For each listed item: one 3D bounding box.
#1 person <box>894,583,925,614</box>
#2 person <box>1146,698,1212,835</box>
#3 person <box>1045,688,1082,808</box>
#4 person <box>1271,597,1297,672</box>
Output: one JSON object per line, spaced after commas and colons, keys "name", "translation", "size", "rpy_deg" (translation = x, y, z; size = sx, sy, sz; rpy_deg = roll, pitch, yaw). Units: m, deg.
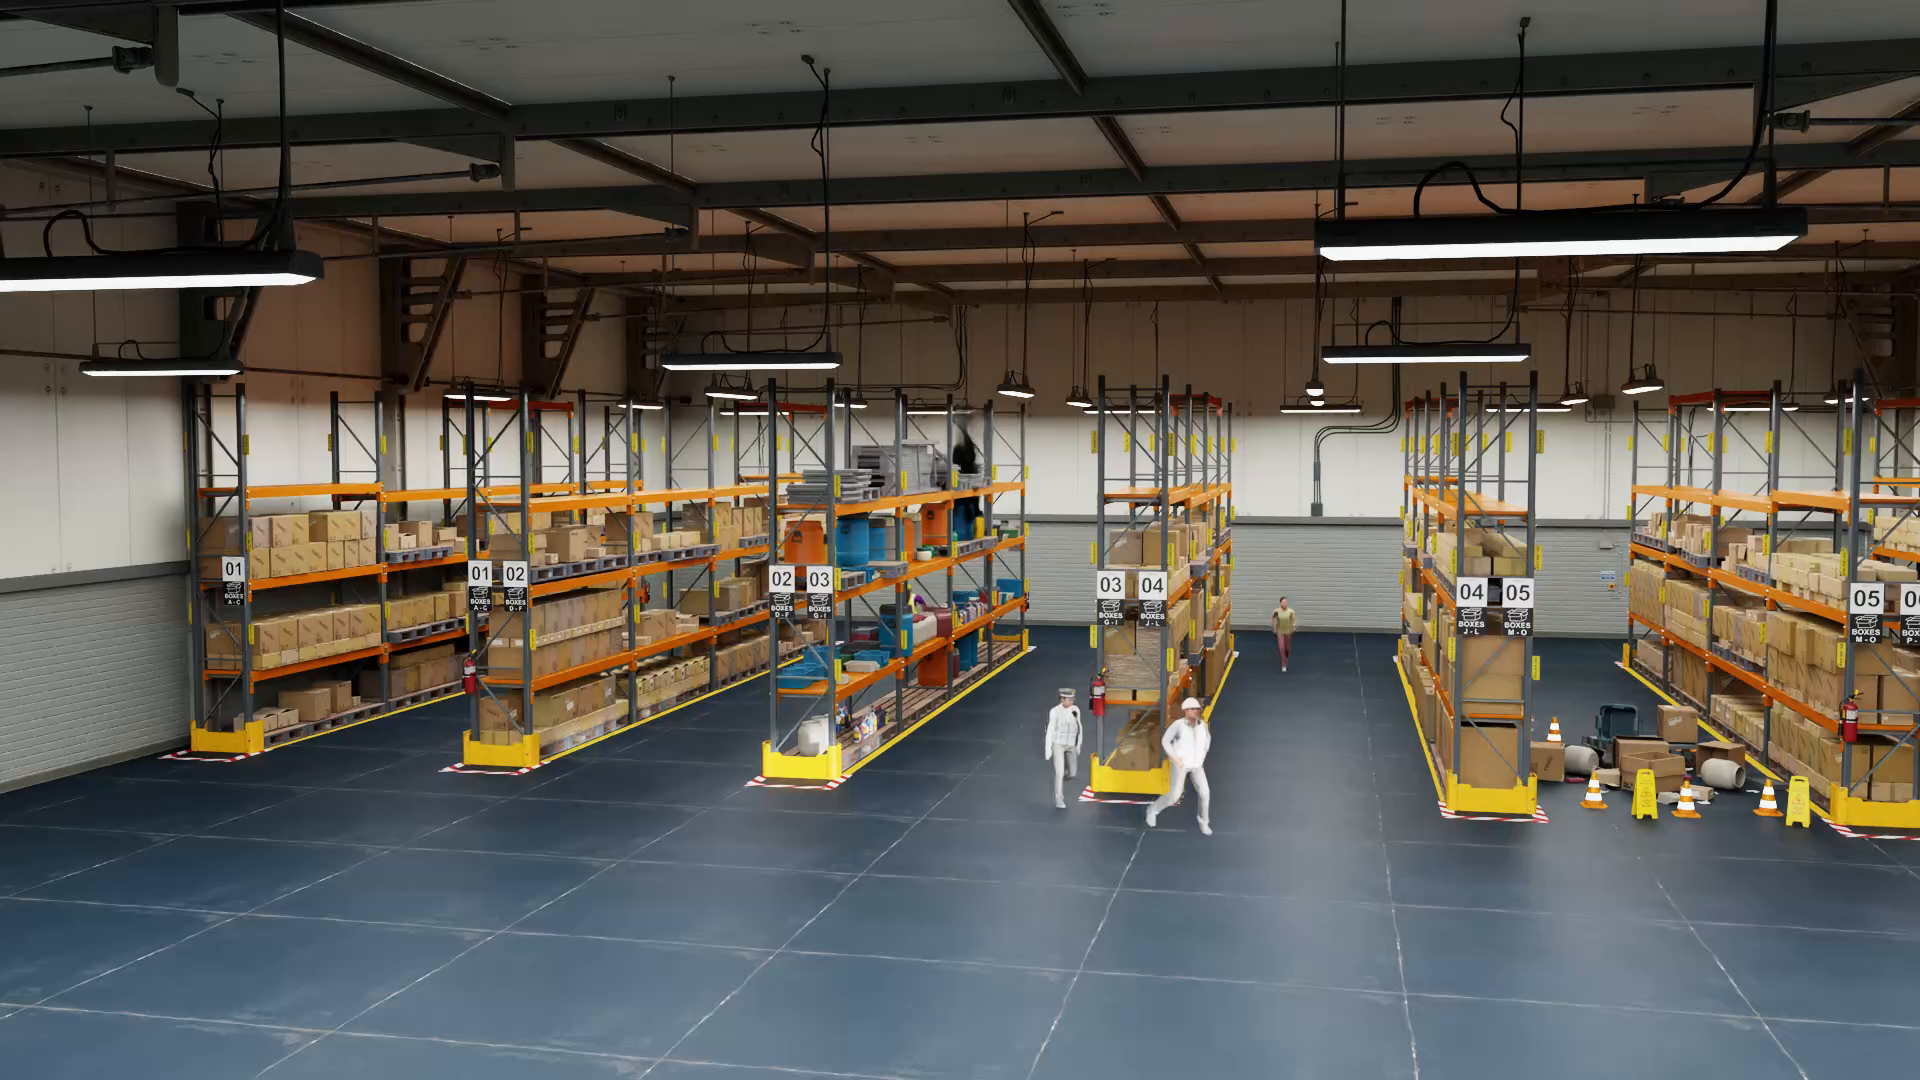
{"name": "person", "translation": [-1.171, 1.820, 38.116], "size": [0.711, 1.698, 0.986], "rpy_deg": [1, 3, 16]}
{"name": "person", "translation": [2.901, 2.921, 21.537], "size": [0.879, 1.774, 0.715], "rpy_deg": [-2, 4, -27]}
{"name": "person", "translation": [1.421, 2.846, 23.087], "size": [0.567, 1.627, 0.707], "rpy_deg": [-1, 3, -18]}
{"name": "person", "translation": [7.204, 2.074, 37.038], "size": [0.565, 1.640, 0.813], "rpy_deg": [0, 3, 6]}
